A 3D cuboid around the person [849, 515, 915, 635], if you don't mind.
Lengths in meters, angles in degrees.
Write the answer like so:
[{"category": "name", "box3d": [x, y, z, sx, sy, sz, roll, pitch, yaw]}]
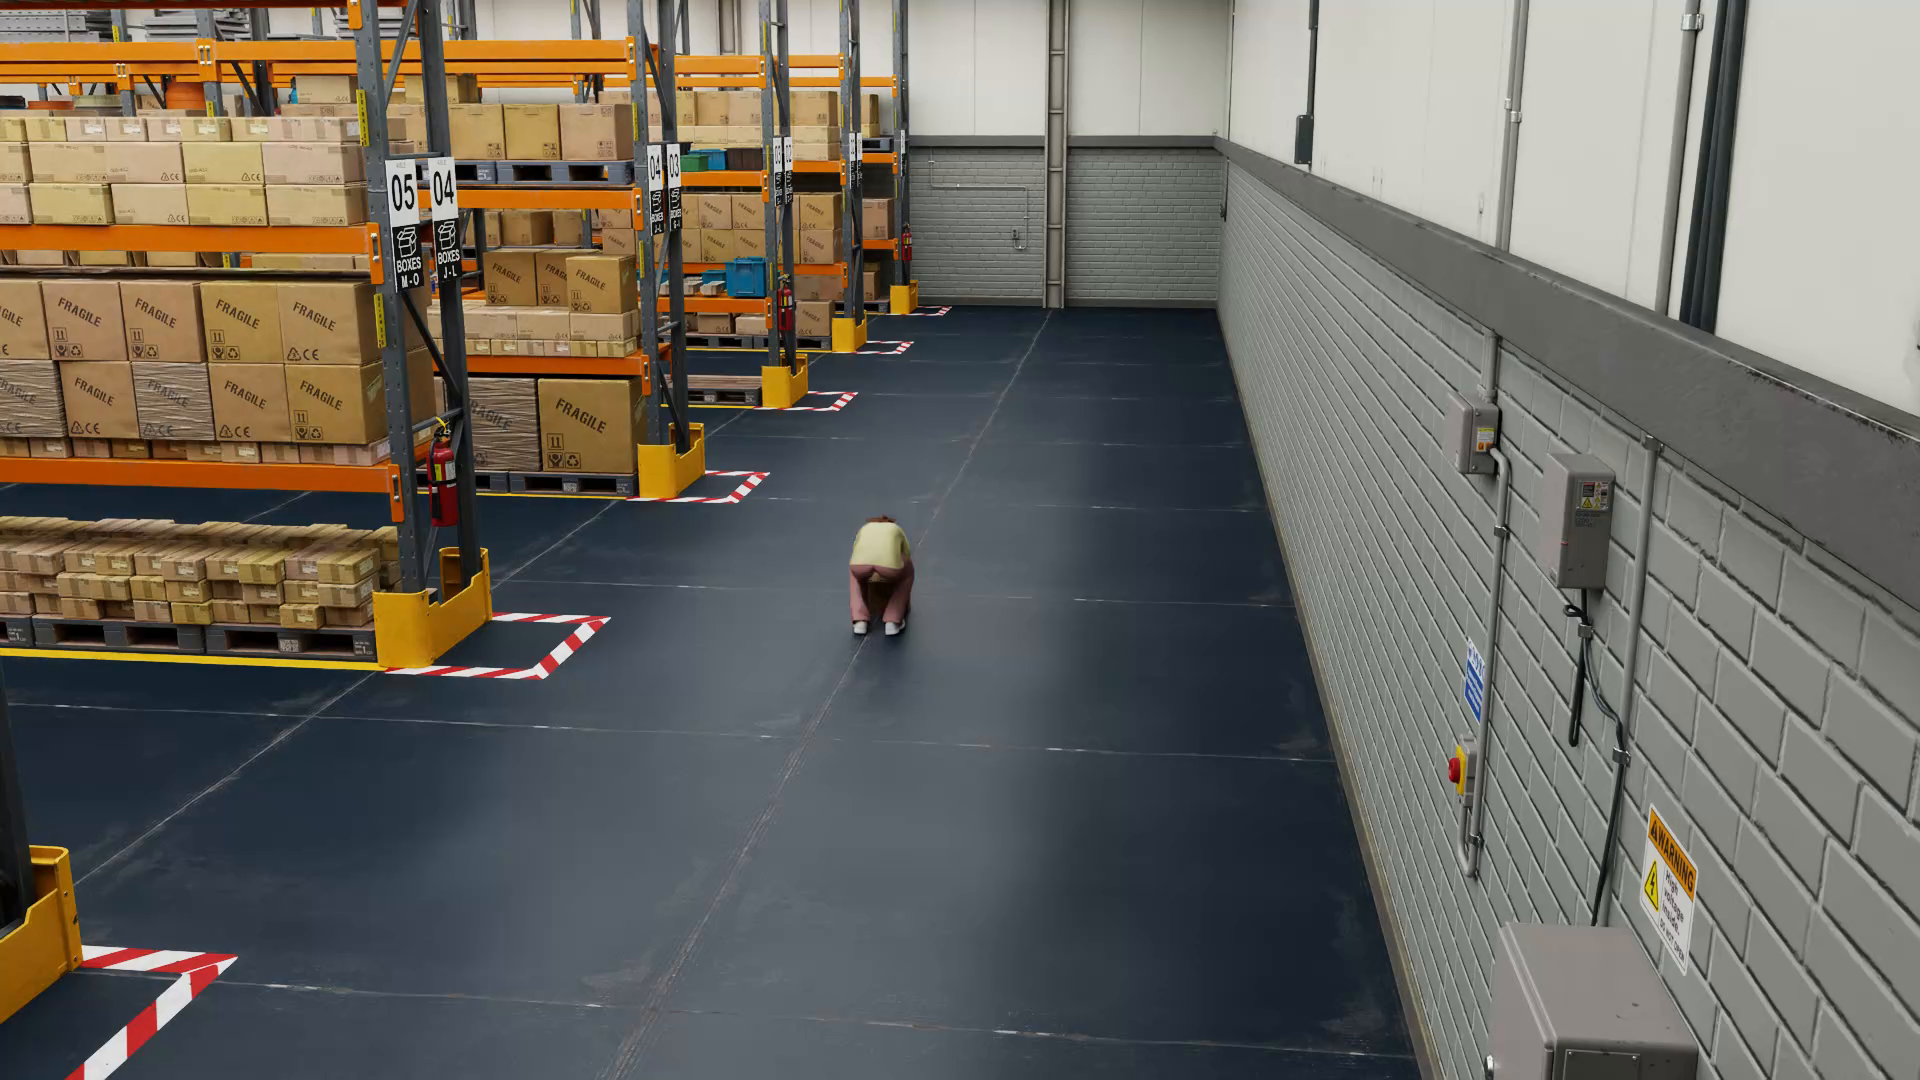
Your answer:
[{"category": "person", "box3d": [-0.555, 0.234, 11.605, 0.463, 0.754, 0.867, 1, 14, 5]}]
